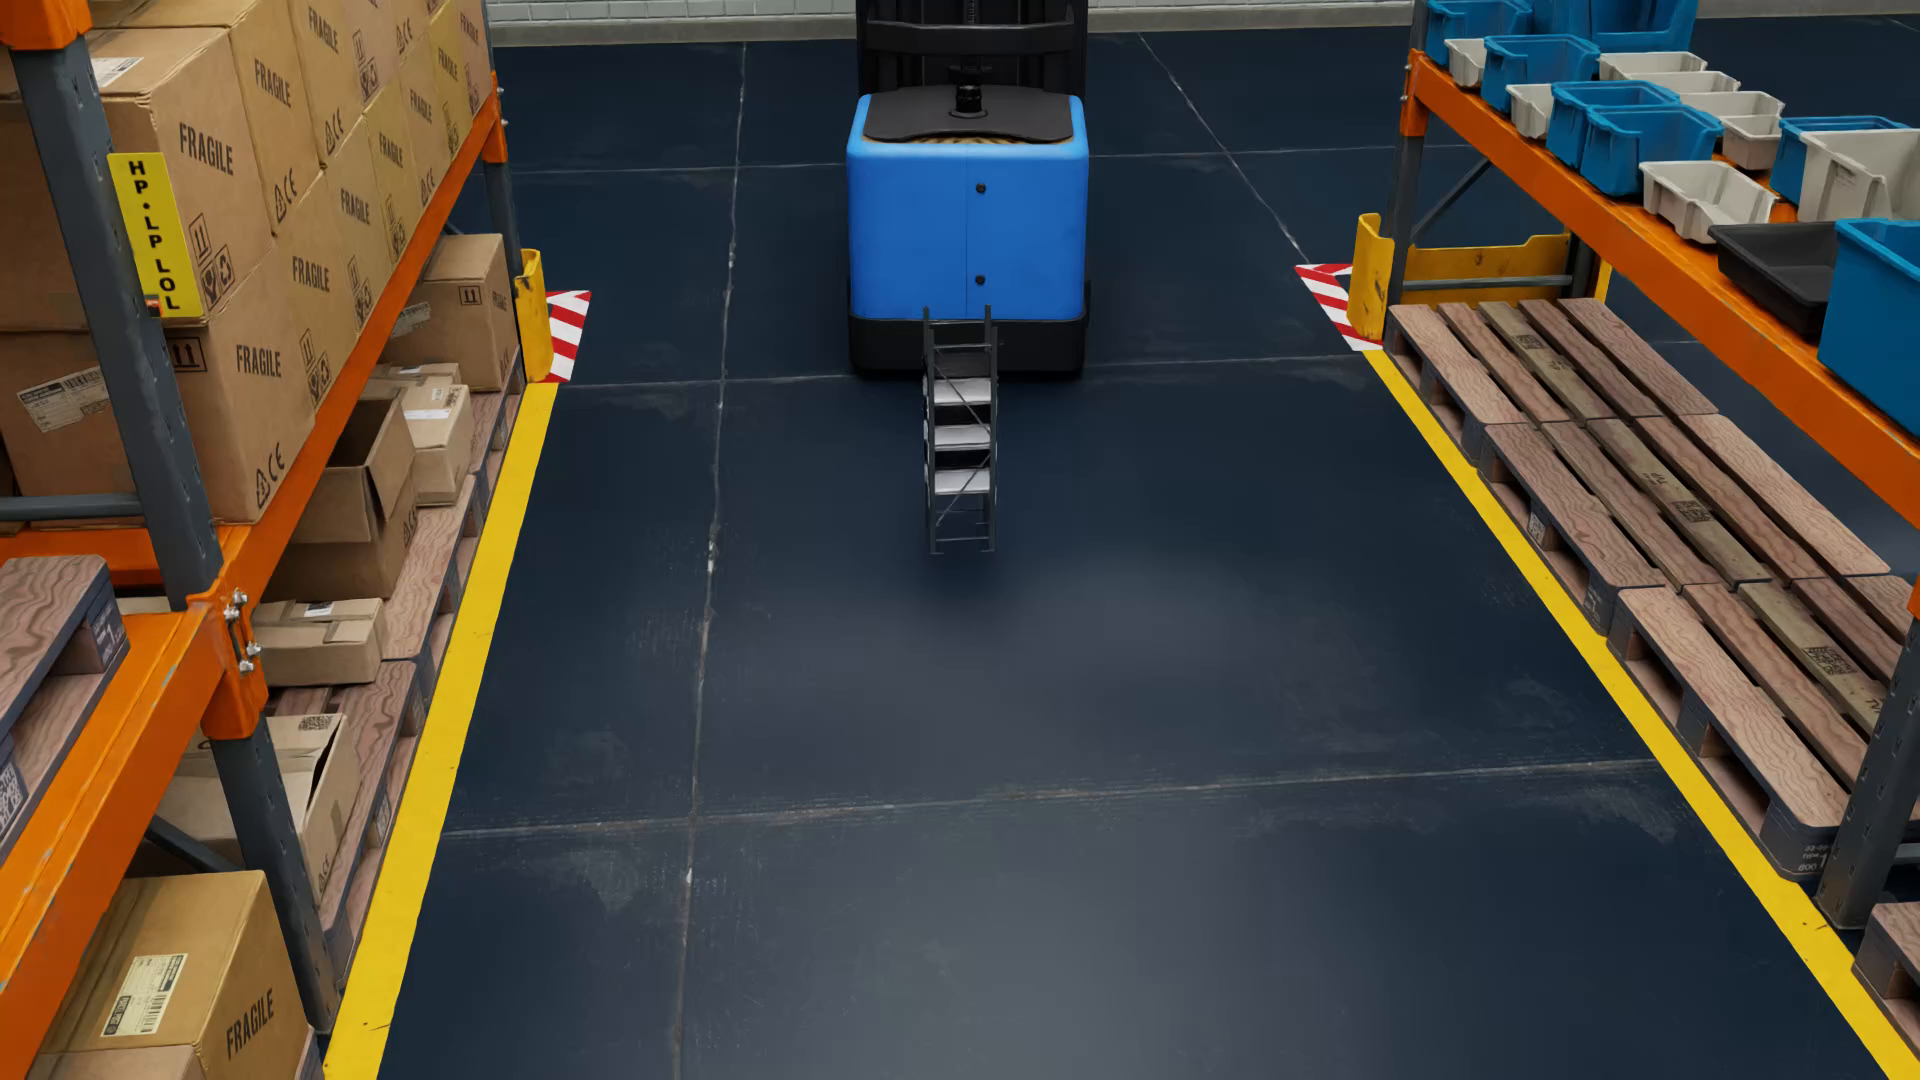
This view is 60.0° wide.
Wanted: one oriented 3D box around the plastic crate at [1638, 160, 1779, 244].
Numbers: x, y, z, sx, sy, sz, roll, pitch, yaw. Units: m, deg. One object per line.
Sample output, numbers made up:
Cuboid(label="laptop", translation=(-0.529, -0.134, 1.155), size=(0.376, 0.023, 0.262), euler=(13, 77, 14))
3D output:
Cuboid(label="plastic crate", translation=(2.391, -1.073, 5.319), size=(0.293, 0.136, 0.466), euler=(-3, 31, -5))

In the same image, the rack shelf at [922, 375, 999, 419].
Cuboid(label="rack shelf", translation=(-0.001, -0.516, 5.951), size=(0.258, 0.077, 0.200), euler=(-3, 31, -5))

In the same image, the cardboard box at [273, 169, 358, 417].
Cuboid(label="cardboard box", translation=(-1.906, -0.627, 4.278), size=(0.500, 0.500, 0.500), euler=(-2, 31, -4))

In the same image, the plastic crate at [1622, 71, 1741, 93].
Cuboid(label="plastic crate", translation=(2.748, -1.684, 6.343), size=(0.396, 0.136, 0.243), euler=(-3, 31, -5))

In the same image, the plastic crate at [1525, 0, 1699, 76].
Cuboid(label="plastic crate", translation=(2.697, -2.207, 6.926), size=(0.616, 0.435, 0.499), euler=(-3, 31, -5))

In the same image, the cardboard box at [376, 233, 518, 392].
Cuboid(label="cardboard box", translation=(-2.157, -0.942, 6.911), size=(0.500, 0.500, 0.500), euler=(-3, 31, -5))

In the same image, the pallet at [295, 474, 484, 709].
Cuboid(label="pallet", translation=(-2.259, 0.172, 5.756), size=(1.003, 0.211, 1.213), euler=(-3, 31, -5))

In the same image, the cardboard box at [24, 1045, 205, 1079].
Cuboid(label="cardboard box", translation=(-1.710, 1.325, 3.115), size=(0.500, 0.500, 0.500), euler=(-3, 31, -4))

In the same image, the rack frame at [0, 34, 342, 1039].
Cuboid(label="rack frame", translation=(-2.079, -0.050, 3.409), size=(1.000, 3.000, 0.127), euler=(-3, 31, -5))

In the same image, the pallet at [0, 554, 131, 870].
Cuboid(label="pallet", translation=(-2.113, 0.446, 2.766), size=(1.003, 0.211, 1.213), euler=(-3, 31, -5))

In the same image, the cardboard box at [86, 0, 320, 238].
Cuboid(label="cardboard box", translation=(-1.892, -1.040, 3.993), size=(0.500, 0.500, 0.500), euler=(-4, 31, -6))

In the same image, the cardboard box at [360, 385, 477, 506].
Cuboid(label="cardboard box", translation=(-2.098, -0.348, 6.160), size=(0.500, 0.250, 0.500), euler=(-3, 31, -5))

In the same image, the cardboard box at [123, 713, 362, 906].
Cuboid(label="cardboard box", translation=(-1.903, 0.691, 4.361), size=(0.500, 0.311, 0.500), euler=(-3, 31, -5))

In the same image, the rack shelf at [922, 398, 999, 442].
Cuboid(label="rack shelf", translation=(-0.001, -0.439, 5.997), size=(0.258, 0.077, 0.200), euler=(-3, 31, -5))

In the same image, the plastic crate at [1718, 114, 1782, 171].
Cuboid(label="plastic crate", translation=(2.845, -1.393, 5.855), size=(0.298, 0.136, 0.250), euler=(-3, 31, -5))

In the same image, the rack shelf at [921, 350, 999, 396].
Cuboid(label="rack shelf", translation=(-0.001, -0.594, 5.905), size=(0.258, 0.077, 0.200), euler=(-3, 31, -5))

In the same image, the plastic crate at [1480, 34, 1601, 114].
Cuboid(label="plastic crate", translation=(2.236, -1.804, 6.449), size=(0.416, 0.233, 0.300), euler=(-3, 31, -5))

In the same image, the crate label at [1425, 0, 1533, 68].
Cuboid(label="crate label", translation=(2.175, -2.140, 7.012), size=(0.416, 0.233, 0.303), euler=(-3, 31, -5))

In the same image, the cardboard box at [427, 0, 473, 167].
Cuboid(label="cardboard box", translation=(-2.088, -1.655, 5.998), size=(0.500, 0.500, 0.500), euler=(-2, 31, -4))

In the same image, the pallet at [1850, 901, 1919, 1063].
Cuboid(label="pallet", translation=(2.884, 1.308, 3.855), size=(1.003, 0.211, 1.213), euler=(-3, 31, -5))

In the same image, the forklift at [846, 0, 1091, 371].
Cuboid(label="forklift", translation=(0.061, -2.724, 7.952), size=(1.130, 2.935, 3.031), euler=(1, 31, 1))

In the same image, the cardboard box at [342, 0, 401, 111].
Cuboid(label="cardboard box", translation=(-1.988, -1.566, 4.874), size=(0.500, 0.500, 0.500), euler=(-2, 31, -3))

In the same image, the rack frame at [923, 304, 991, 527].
Cuboid(label="rack frame", translation=(-0.010, -0.442, 6.113), size=(0.240, 0.900, 0.006), euler=(-3, 31, -5))

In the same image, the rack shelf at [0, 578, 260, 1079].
Cuboid(label="rack shelf", translation=(-1.892, 1.280, 1.884), size=(1.077, 0.370, 4.000), euler=(-3, 31, -5))

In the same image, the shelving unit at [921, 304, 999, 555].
Cuboid(label="shelving unit", translation=(-0.001, -0.390, 6.026), size=(0.258, 0.900, 0.210), euler=(-3, 31, -5))

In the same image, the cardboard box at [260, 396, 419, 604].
Cuboid(label="cardboard box", translation=(-2.260, -0.126, 5.541), size=(0.797, 0.503, 0.637), euler=(-3, 31, -5))

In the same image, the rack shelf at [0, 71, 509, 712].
Cuboid(label="rack shelf", translation=(-2.266, -0.762, 5.303), size=(1.077, 0.370, 4.000), euler=(-3, 31, -5))

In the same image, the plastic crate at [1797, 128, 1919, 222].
Cuboid(label="plastic crate", translation=(2.894, -1.049, 5.138), size=(0.437, 0.282, 0.530), euler=(-3, 31, -5))

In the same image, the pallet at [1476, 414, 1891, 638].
Cuboid(label="pallet", translation=(2.629, -0.086, 6.188), size=(1.003, 0.211, 1.213), euler=(-3, 31, -5))

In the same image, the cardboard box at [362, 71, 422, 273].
Cuboid(label="cardboard box", translation=(-2.000, -1.143, 5.140), size=(0.500, 0.500, 0.500), euler=(-3, 31, -5))

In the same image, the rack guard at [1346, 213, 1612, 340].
Cuboid(label="rack guard", translation=(2.464, -1.266, 7.882), size=(1.175, 0.500, 0.348), euler=(-3, 31, -5))

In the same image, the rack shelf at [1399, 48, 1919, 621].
Cuboid(label="rack shelf", translation=(2.666, -0.998, 5.697), size=(1.077, 0.370, 4.000), euler=(-3, 31, -5))

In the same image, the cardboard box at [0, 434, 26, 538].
Cuboid(label="cardboard box", translation=(-2.381, -0.336, 3.790), size=(0.500, 0.500, 0.500), euler=(-2, 31, -4))

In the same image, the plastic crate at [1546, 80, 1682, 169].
Cuboid(label="plastic crate", translation=(2.298, -1.467, 5.886), size=(0.416, 0.233, 0.300), euler=(-3, 31, -5))

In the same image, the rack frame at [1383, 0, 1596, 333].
Cuboid(label="rack frame", translation=(2.479, -2.328, 7.222), size=(1.000, 3.000, 0.127), euler=(-3, 31, -5))

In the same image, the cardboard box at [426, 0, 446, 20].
Cuboid(label="cardboard box", translation=(-2.089, -2.092, 5.755), size=(0.500, 0.500, 0.500), euler=(-2, 31, -3))
